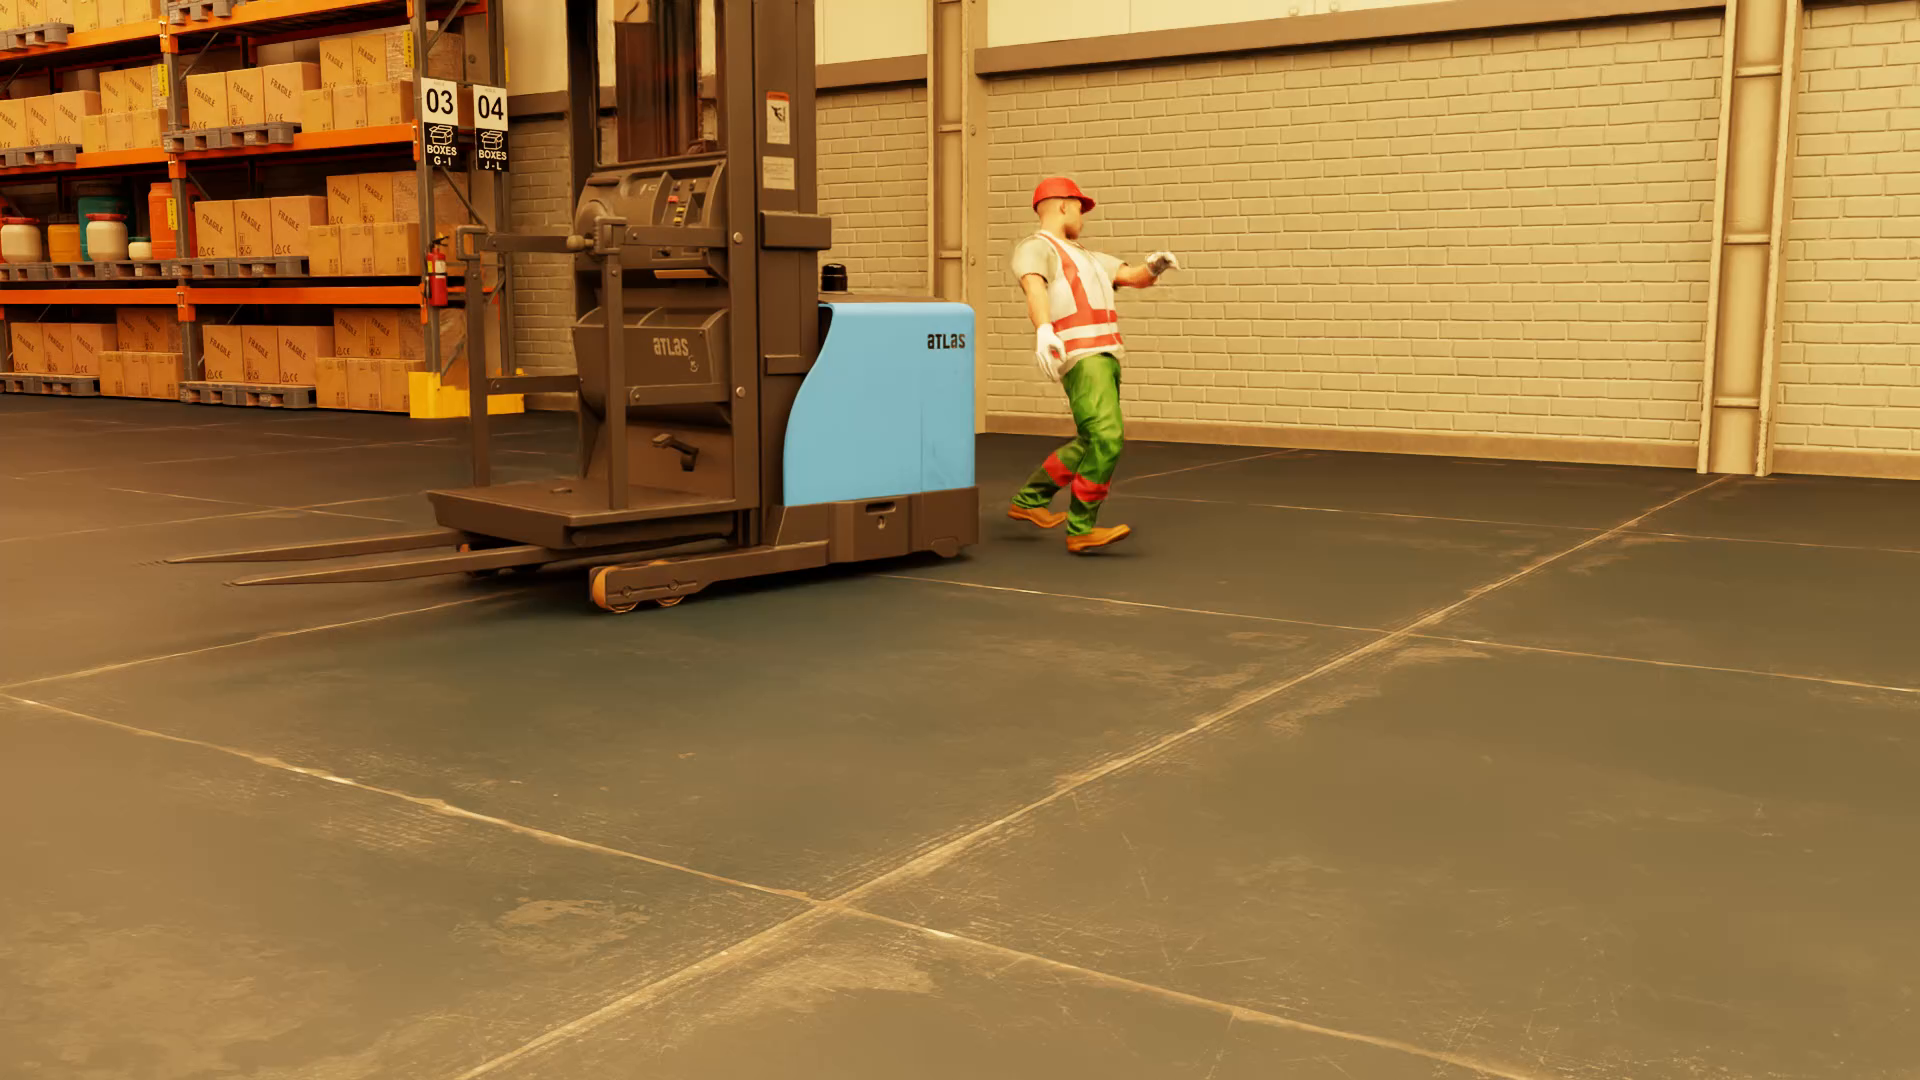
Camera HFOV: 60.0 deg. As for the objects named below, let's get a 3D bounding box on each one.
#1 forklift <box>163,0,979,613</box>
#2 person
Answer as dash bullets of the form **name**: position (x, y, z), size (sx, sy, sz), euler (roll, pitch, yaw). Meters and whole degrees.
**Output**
- **forklift**: position (-1.337, -1.277, 6.172), size (3.031, 2.935, 1.130), euler (-8, 11, -43)
- **person**: position (0.516, -0.759, 7.158), size (0.863, 1.614, 0.861), euler (3, 9, 20)
